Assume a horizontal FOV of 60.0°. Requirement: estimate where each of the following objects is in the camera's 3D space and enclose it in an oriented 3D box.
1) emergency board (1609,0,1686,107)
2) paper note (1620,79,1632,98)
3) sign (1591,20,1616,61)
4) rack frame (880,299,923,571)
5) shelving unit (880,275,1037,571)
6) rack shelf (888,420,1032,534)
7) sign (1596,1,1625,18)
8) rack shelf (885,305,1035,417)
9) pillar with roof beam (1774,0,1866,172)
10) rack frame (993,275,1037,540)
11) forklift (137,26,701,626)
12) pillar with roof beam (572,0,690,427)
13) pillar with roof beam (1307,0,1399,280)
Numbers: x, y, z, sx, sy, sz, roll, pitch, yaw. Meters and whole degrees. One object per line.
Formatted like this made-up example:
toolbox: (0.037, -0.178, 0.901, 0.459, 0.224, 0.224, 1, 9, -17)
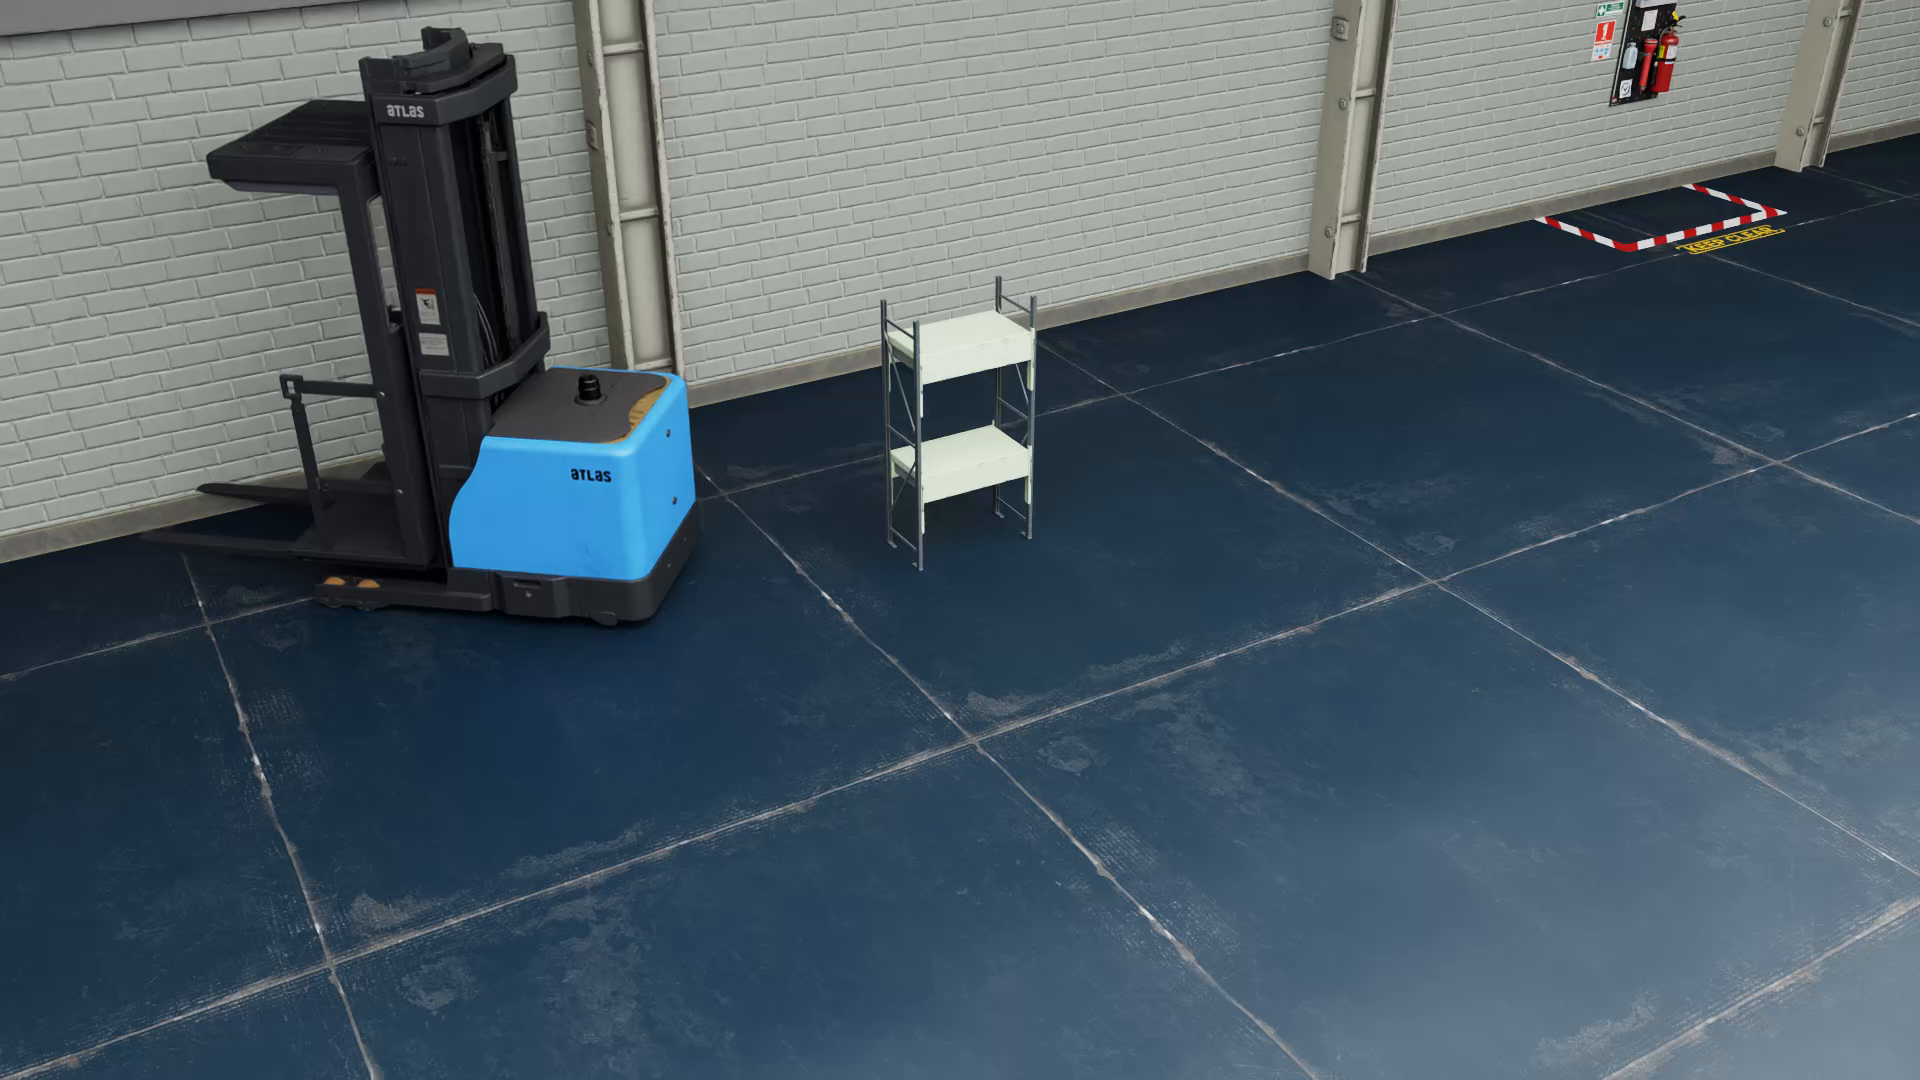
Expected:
emergency board: (6.143, -4.436, 14.683, 0.643, 1.169, 0.194, -16, 33, -26)
paper note: (5.956, -4.035, 14.869, 0.142, 0.148, 0.016, -16, 33, -26)
sign: (5.614, -4.359, 14.507, 0.234, 0.329, 0.001, -16, 33, -26)
rack frame: (-0.321, -0.565, 9.222, 0.023, 1.500, 0.400, -16, 33, -26)
shelving unit: (-0.006, -0.655, 9.385, 0.755, 1.500, 0.431, -16, 33, -26)
rack shelf: (-0.006, -0.370, 9.542, 0.720, 0.370, 0.431, -16, 33, -26)
sign: (5.623, -4.588, 14.374, 0.331, 0.109, 0.001, -16, 33, -26)
rack shelf: (-0.006, -0.997, 9.196, 0.720, 0.370, 0.431, -16, 33, -26)
pillar with roof beam: (10.474, -5.858, 11.051, 0.400, 9.000, 9.100, -16, 33, -26)
rack frame: (0.310, -0.745, 9.547, 0.023, 1.500, 0.400, -16, 33, -26)
forklift: (-3.063, -1.145, 8.792, 3.031, 2.935, 1.130, 4, 29, 8)
pillar with roof beam: (0.128, -2.920, 5.728, 0.400, 9.000, 9.100, -16, 33, -26)
pillar with roof beam: (5.301, -4.389, 8.390, 0.400, 9.000, 9.100, -16, 33, -26)
